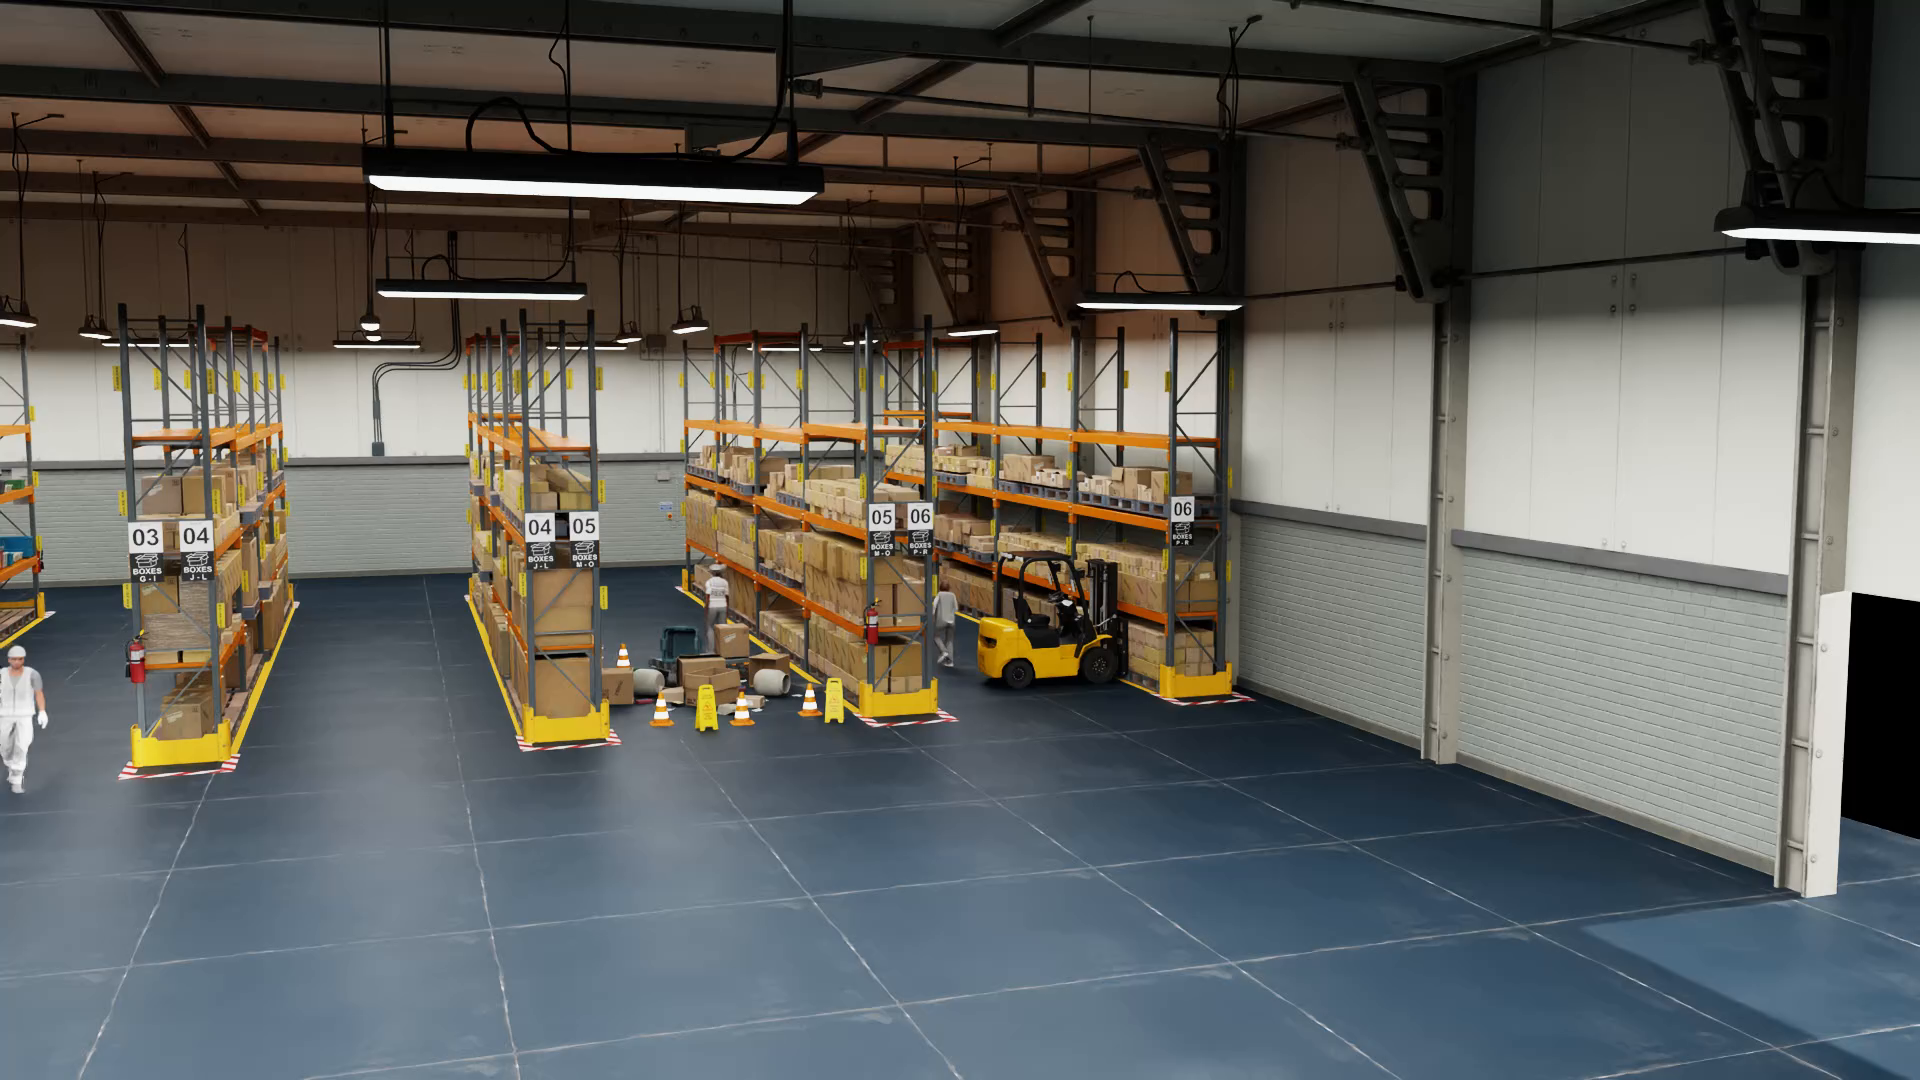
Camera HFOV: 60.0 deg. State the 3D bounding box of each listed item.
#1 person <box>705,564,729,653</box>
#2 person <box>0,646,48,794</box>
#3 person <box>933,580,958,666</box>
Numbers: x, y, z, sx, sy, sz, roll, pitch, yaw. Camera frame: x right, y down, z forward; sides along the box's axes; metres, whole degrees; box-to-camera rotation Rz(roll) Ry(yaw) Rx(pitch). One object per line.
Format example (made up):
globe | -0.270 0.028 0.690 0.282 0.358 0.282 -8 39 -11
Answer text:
person | -4.444 1.317 30.408 0.504 1.727 0.594 -3 6 -30
person | -11.630 2.206 20.518 0.638 1.812 0.659 -2 6 -24
person | -0.278 1.471 29.540 0.543 1.482 0.755 -2 6 -17
